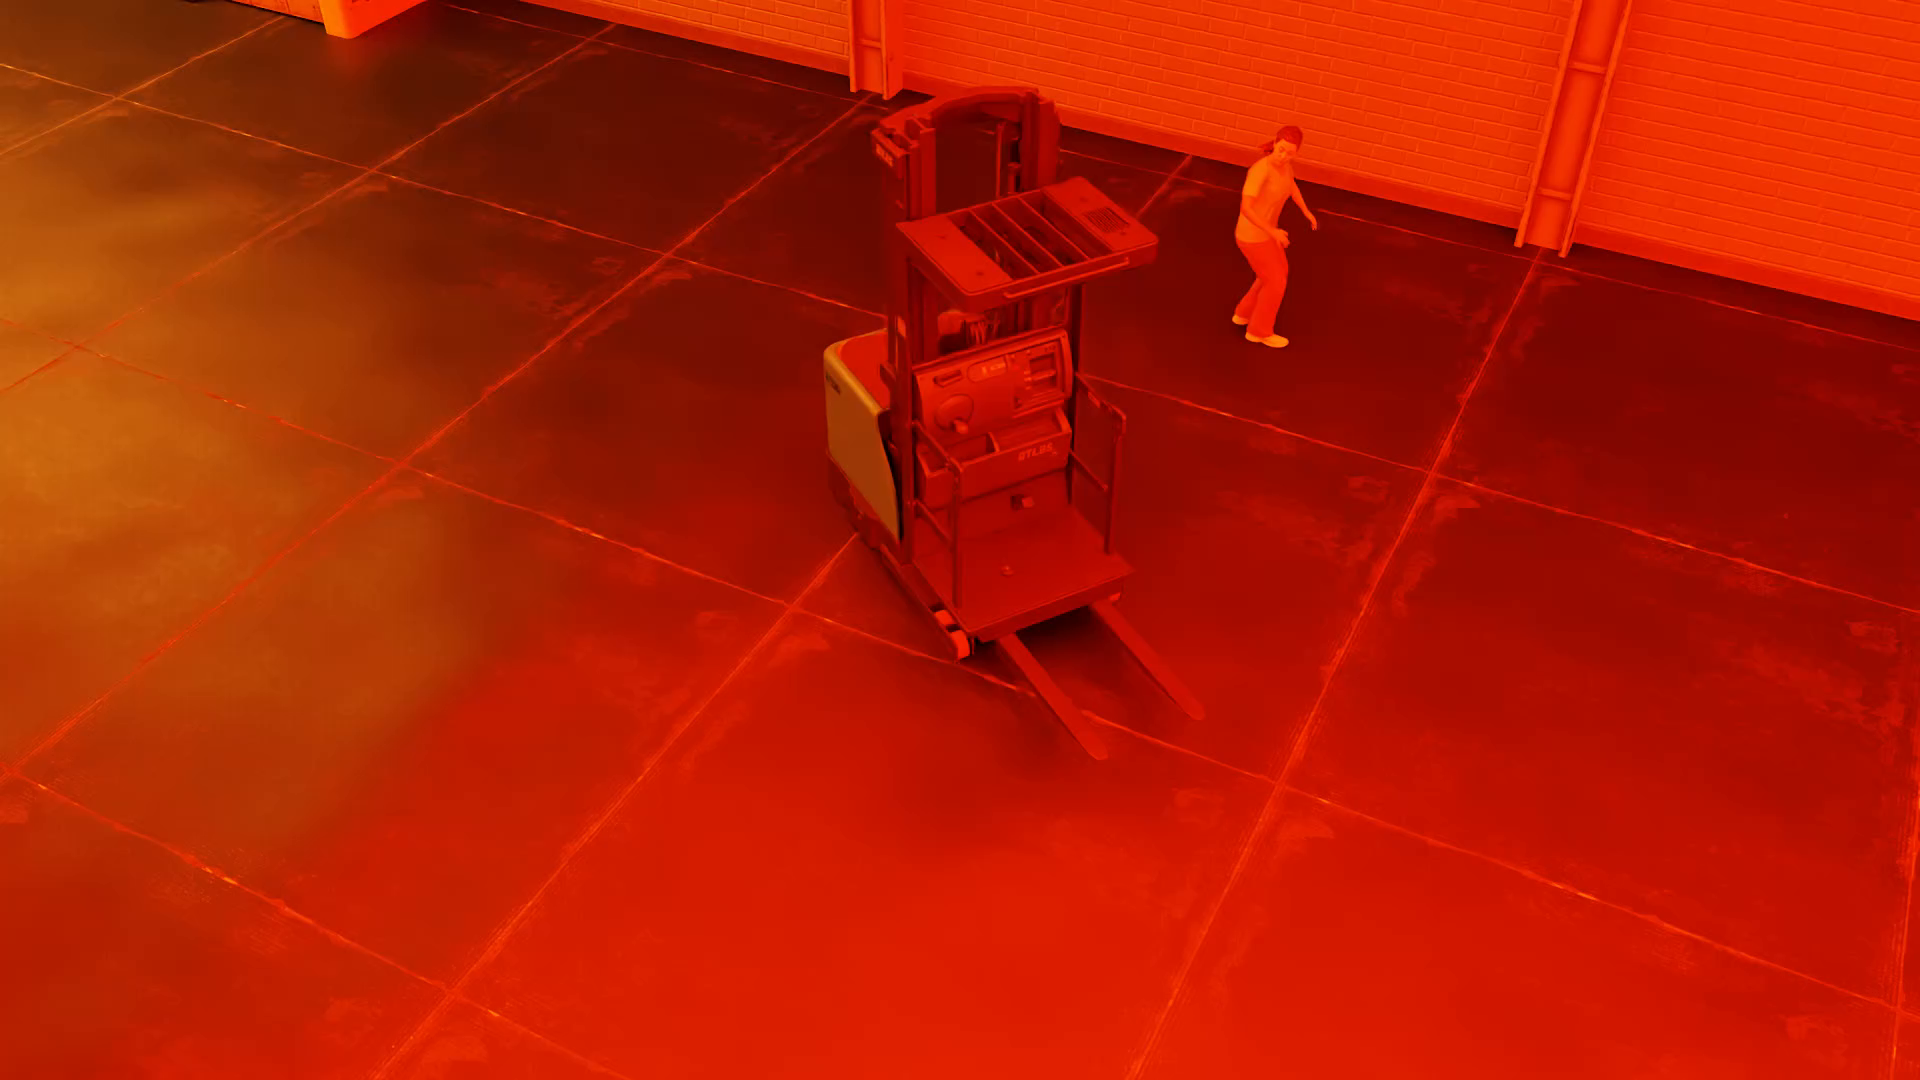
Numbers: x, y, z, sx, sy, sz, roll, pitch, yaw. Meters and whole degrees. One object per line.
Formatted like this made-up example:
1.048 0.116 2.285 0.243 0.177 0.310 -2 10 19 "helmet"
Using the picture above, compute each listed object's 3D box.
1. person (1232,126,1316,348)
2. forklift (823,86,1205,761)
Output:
2.177 -2.112 11.539 0.477 1.618 0.687 19 44 21 "person"
0.296 -0.775 8.907 1.130 2.935 3.031 -19 44 -21 "forklift"
